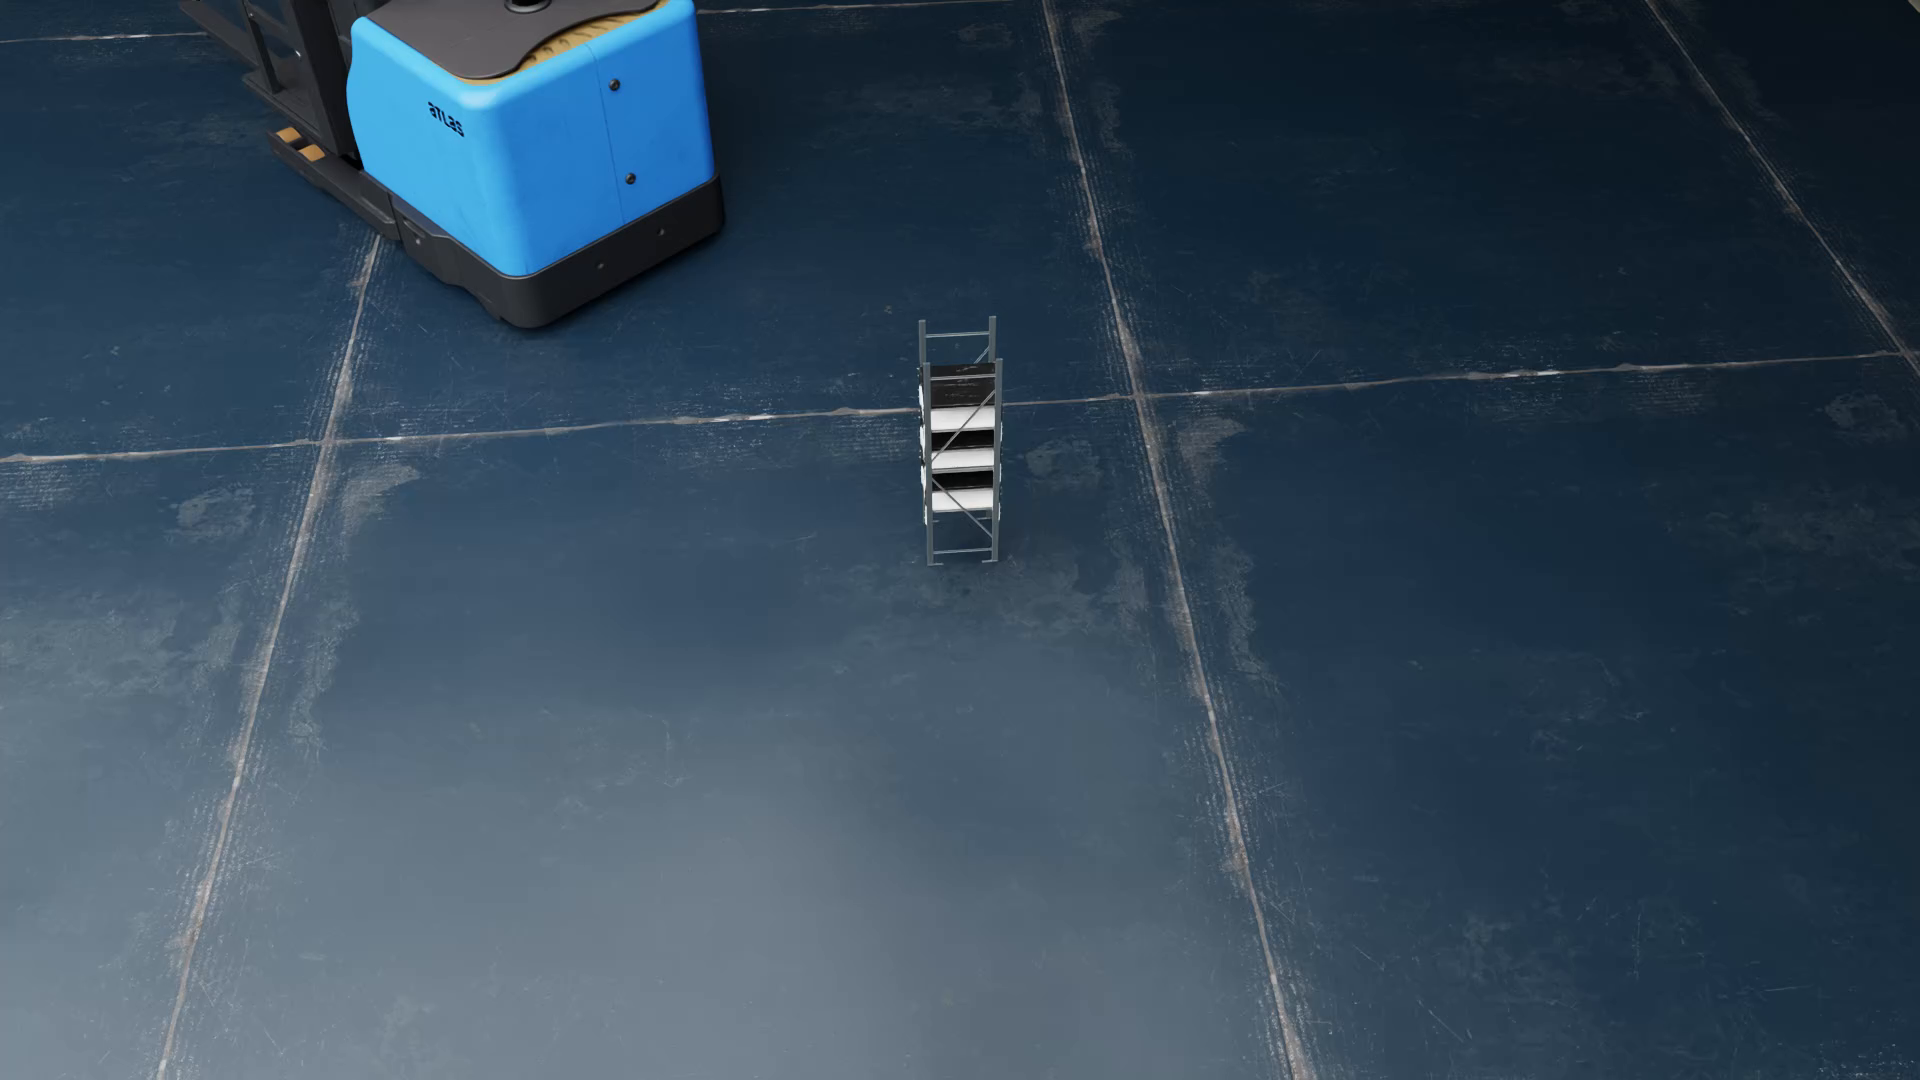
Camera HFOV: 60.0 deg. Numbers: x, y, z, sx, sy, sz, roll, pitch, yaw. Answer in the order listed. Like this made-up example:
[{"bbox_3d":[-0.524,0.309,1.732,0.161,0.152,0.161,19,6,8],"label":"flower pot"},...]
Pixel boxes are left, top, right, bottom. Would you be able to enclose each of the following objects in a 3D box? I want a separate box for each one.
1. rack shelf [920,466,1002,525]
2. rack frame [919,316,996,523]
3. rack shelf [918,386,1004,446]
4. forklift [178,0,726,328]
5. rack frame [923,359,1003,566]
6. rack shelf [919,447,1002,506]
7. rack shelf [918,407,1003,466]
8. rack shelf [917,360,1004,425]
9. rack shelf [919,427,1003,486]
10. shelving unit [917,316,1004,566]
[{"bbox_3d":[0.001,-0.157,5.573,0.258,0.077,0.200,-3,47,-3],"label":"rack shelf"},{"bbox_3d":[-0.008,-0.377,5.487,0.240,0.900,0.006,-3,47,-3],"label":"rack frame"},{"bbox_3d":[0.001,-0.404,5.311,0.258,0.077,0.200,-3,47,-3],"label":"rack shelf"},{"bbox_3d":[-2.376,-2.788,6.371,3.031,2.935,1.130,36,56,29],"label":"forklift"},{"bbox_3d":[0.009,-0.230,5.348,0.240,0.900,0.006,-3,47,-3],"label":"rack frame"},{"bbox_3d":[0.001,-0.219,5.507,0.258,0.077,0.200,-3,47,-3],"label":"rack shelf"},{"bbox_3d":[0.001,-0.343,5.377,0.258,0.077,0.200,-3,47,-3],"label":"rack shelf"},{"bbox_3d":[0.001,-0.466,5.246,0.258,0.077,0.200,-3,47,-3],"label":"rack shelf"},{"bbox_3d":[0.001,-0.281,5.442,0.258,0.077,0.200,-3,47,-3],"label":"rack shelf"},{"bbox_3d":[0.001,-0.304,5.418,0.258,0.900,0.210,-3,47,-3],"label":"shelving unit"}]
